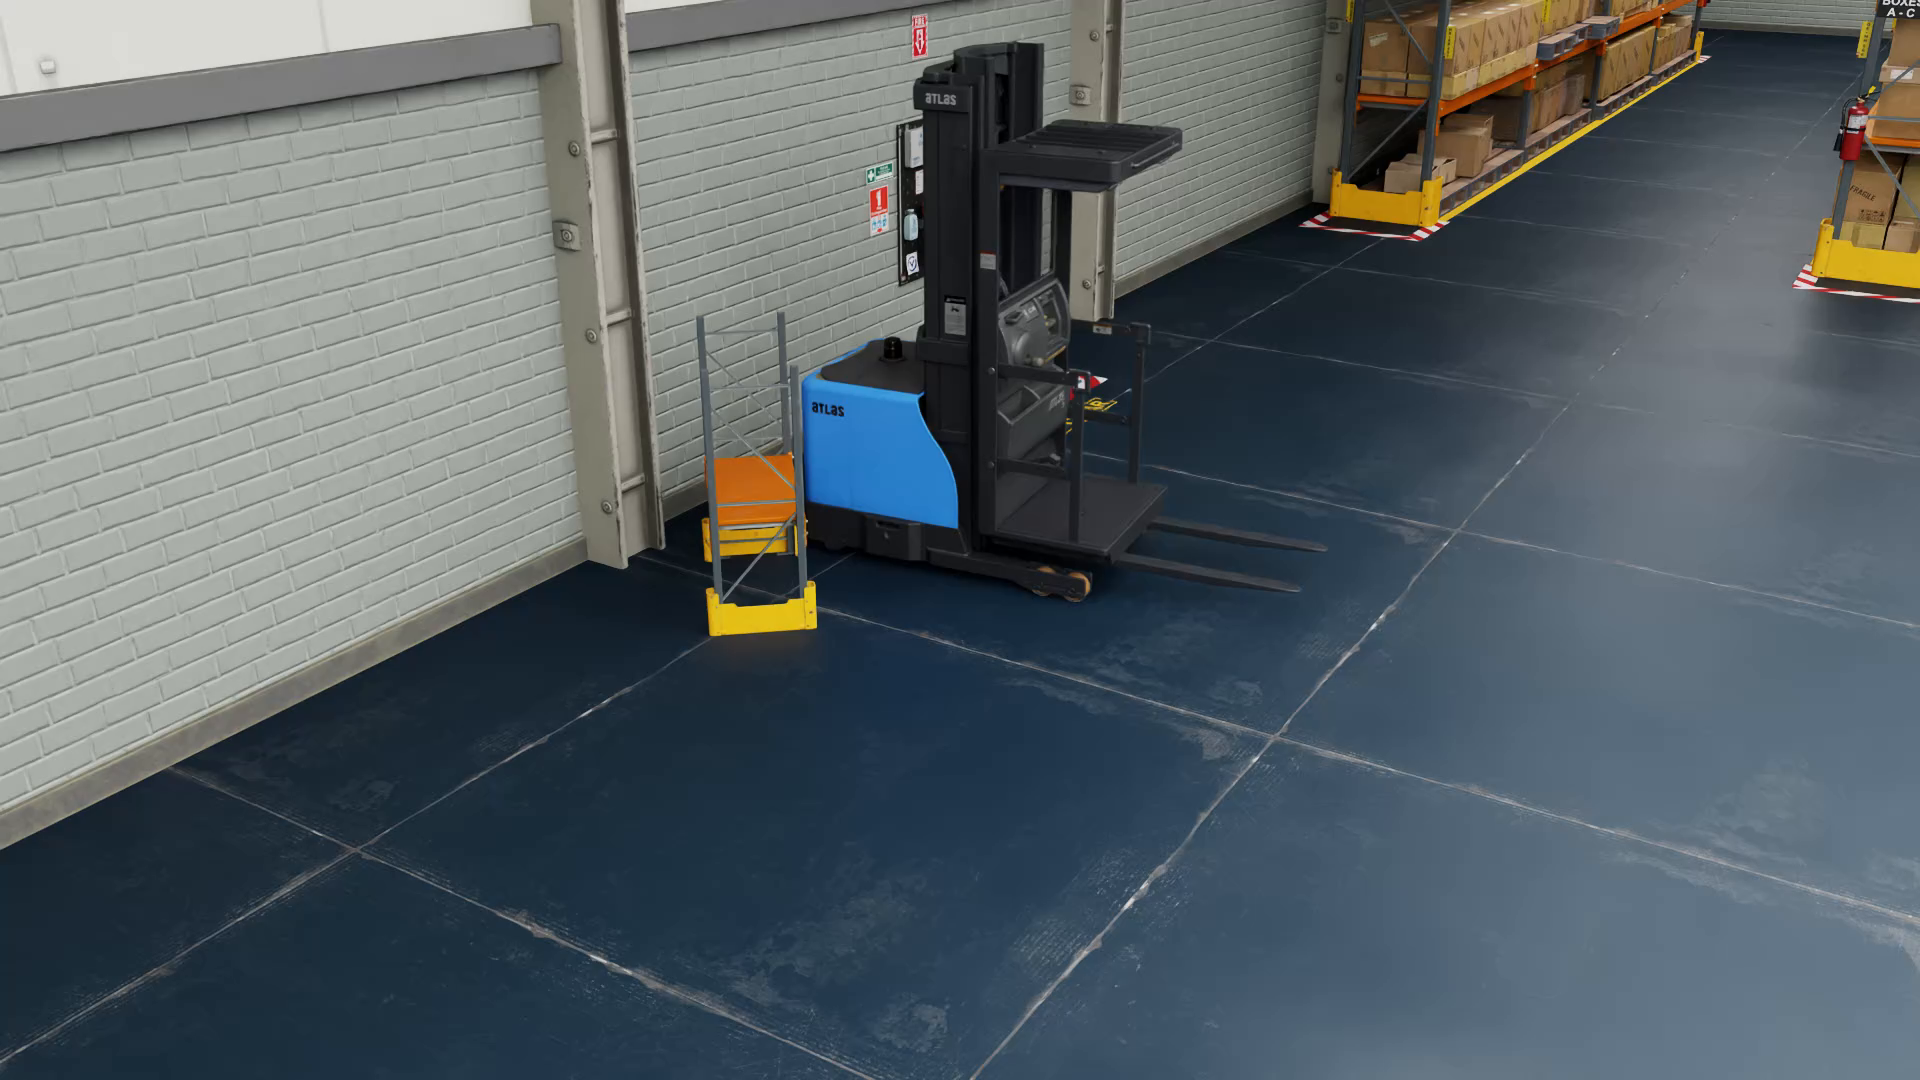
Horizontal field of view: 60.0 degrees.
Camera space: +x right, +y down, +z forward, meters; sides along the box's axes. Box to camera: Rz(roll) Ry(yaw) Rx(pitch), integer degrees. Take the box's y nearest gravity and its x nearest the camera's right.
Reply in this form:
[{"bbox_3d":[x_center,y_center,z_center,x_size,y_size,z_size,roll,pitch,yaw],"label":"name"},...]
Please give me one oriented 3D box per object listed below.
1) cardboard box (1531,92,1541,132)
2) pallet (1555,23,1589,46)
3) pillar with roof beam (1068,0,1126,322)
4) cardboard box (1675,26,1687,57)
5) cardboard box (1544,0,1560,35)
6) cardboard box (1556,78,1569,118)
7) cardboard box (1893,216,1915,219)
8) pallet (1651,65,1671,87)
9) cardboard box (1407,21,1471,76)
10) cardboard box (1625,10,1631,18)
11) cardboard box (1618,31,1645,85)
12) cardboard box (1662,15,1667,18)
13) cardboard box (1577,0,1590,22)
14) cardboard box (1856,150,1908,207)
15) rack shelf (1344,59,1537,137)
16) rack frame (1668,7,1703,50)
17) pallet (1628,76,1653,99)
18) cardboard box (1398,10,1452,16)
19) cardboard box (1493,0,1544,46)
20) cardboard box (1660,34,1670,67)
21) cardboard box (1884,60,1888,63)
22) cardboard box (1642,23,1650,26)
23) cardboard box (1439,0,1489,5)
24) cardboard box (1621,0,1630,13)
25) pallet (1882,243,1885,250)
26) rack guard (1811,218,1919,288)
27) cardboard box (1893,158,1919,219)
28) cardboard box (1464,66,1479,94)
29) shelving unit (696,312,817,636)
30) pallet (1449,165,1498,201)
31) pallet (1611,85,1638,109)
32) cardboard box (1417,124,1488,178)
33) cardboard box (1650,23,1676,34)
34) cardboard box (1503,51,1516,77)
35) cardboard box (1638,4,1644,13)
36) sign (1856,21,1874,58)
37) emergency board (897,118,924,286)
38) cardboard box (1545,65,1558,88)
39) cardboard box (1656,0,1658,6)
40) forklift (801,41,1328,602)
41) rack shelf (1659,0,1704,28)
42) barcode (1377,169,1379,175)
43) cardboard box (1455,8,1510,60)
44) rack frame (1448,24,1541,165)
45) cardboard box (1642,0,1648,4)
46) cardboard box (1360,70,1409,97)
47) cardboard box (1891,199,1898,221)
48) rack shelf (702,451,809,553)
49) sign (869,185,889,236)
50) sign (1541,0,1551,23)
[{"bbox_3d":[7.383,-5.776,22.408,0.700,0.500,0.500,13,27,28],"label":"cardboard box"},{"bbox_3d":[7.880,-6.869,22.584,1.003,0.211,1.213,14,27,29],"label":"pallet"},{"bbox_3d":[4.796,-5.177,10.883,9.100,9.000,0.400,14,27,29],"label":"pillar with roof beam"},{"bbox_3d":[12.561,-8.954,29.775,0.700,0.500,0.500,14,27,29],"label":"cardboard box"},{"bbox_3d":[7.378,-6.884,21.695,0.700,0.500,0.500,17,29,34],"label":"cardboard box"},{"bbox_3d":[8.183,-6.285,23.586,0.700,0.500,0.500,14,27,29],"label":"cardboard box"},{"bbox_3d":[9.612,-3.132,16.641,0.500,0.250,0.500,14,27,29],"label":"cardboard box"},{"bbox_3d":[11.467,-7.945,28.336,1.003,0.211,1.213,14,27,29],"label":"pallet"},{"bbox_3d":[5.177,-5.317,17.975,0.500,0.500,0.500,14,27,29],"label":"cardboard box"},{"bbox_3d":[10.060,-8.111,25.500,0.380,0.149,0.250,14,27,29],"label":"cardboard box"},{"bbox_3d":[10.300,-7.643,26.307,0.750,0.750,0.750,15,27,31],"label":"cardboard box"},{"bbox_3d":[12.454,-9.333,29.835,0.380,0.149,0.250,14,27,29],"label":"cardboard box"},{"bbox_3d":[8.378,-7.527,23.181,0.700,0.500,0.500,11,26,24],"label":"cardboard box"},{"bbox_3d":[9.425,-3.756,17.139,0.500,0.500,0.500,14,27,29],"label":"cardboard box"},{"bbox_3d":[5.724,-5.279,19.574,1.077,0.370,4.000,14,27,29],"label":"rack shelf"},{"bbox_3d":[13.109,-10.334,30.346,1.000,3.000,0.127,14,27,29],"label":"rack frame"},{"bbox_3d":[10.656,-7.428,27.143,1.003,0.211,1.213,14,27,29],"label":"pallet"},{"bbox_3d":[5.280,-5.765,19.012,0.500,0.500,0.500,13,27,28],"label":"cardboard box"},{"bbox_3d":[6.793,-6.344,20.349,0.500,0.500,0.500,14,27,29],"label":"cardboard box"},{"bbox_3d":[11.749,-8.430,28.564,0.700,0.500,0.500,14,27,28],"label":"cardboard box"},{"bbox_3d":[9.056,-4.498,15.923,0.380,0.149,0.250,15,27,30],"label":"cardboard box"},{"bbox_3d":[11.650,-8.818,28.646,0.380,0.149,0.250,13,27,27],"label":"cardboard box"},{"bbox_3d":[6.078,-6.280,20.200,0.500,0.500,0.500,14,27,29],"label":"cardboard box"},{"bbox_3d":[9.647,-8.111,24.684,0.500,0.500,0.500,15,28,31],"label":"cardboard box"},{"bbox_3d":[9.248,-2.884,16.647,1.003,0.211,1.213,14,27,29],"label":"pallet"},{"bbox_3d":[8.867,-2.742,15.954,1.175,0.500,0.348,14,27,29],"label":"rack guard"},{"bbox_3d":[9.614,-3.476,16.492,0.500,0.500,0.500,14,27,29],"label":"cardboard box"},{"bbox_3d":[5.458,-5.151,18.536,0.500,0.250,0.500,13,27,27],"label":"cardboard box"},{"bbox_3d":[-1.163,-0.396,9.276,0.587,1.500,1.083,-4,24,-9],"label":"shelving unit"},{"bbox_3d":[5.812,-4.357,20.049,1.003,0.211,1.213,14,27,29],"label":"pallet"},{"bbox_3d":[10.014,-7.015,26.188,1.003,0.211,1.213,14,27,29],"label":"pallet"},{"bbox_3d":[5.841,-4.633,19.769,0.700,0.500,0.500,12,26,26],"label":"cardboard box"},{"bbox_3d":[12.092,-8.812,28.631,0.380,0.149,0.250,13,27,27],"label":"cardboard box"},{"bbox_3d":[6.265,-5.662,19.716,0.500,0.250,0.500,14,27,29],"label":"cardboard box"},{"bbox_3d":[10.499,-8.366,26.092,0.380,0.149,0.250,14,27,29],"label":"cardboard box"},{"bbox_3d":[8.426,-4.656,15.473,0.100,0.325,0.005,14,27,29],"label":"sign"},{"bbox_3d":[-0.197,-2.500,12.250,0.194,1.169,0.643,14,27,29],"label":"emergency board"},{"bbox_3d":[7.933,-6.425,22.965,0.500,0.250,0.500,14,27,29],"label":"cardboard box"},{"bbox_3d":[11.061,-8.705,26.873,0.380,0.149,0.250,14,27,29],"label":"cardboard box"},{"bbox_3d":[0.610,-1.232,9.406,3.031,2.935,1.130,10,26,23],"label":"forklift"},{"bbox_3d":[12.054,-9.329,28.930,1.077,0.370,4.000,14,27,29],"label":"rack shelf"},{"bbox_3d":[4.781,-4.211,19.020,0.001,0.075,0.075,14,27,29],"label":"barcode"},{"bbox_3d":[5.986,-5.831,19.164,0.500,0.500,0.500,15,27,31],"label":"cardboard box"},{"bbox_3d":[6.779,-6.284,20.990,1.000,3.000,0.127,14,27,29],"label":"rack frame"},{"bbox_3d":[10.437,-8.625,25.872,0.500,0.500,0.500,14,27,29],"label":"cardboard box"},{"bbox_3d":[4.751,-5.073,18.356,0.500,0.250,0.500,14,27,30],"label":"cardboard box"},{"bbox_3d":[9.427,-3.411,17.287,0.500,0.250,0.500,14,27,29],"label":"cardboard box"},{"bbox_3d":[-1.161,-0.227,9.339,0.538,0.185,1.000,-4,24,-9],"label":"rack shelf"},{"bbox_3d":[-0.576,-2.352,11.862,0.001,0.329,0.234,14,27,29],"label":"sign"},{"bbox_3d":[7.244,-6.570,20.562,0.100,0.325,0.005,14,27,29],"label":"sign"}]
